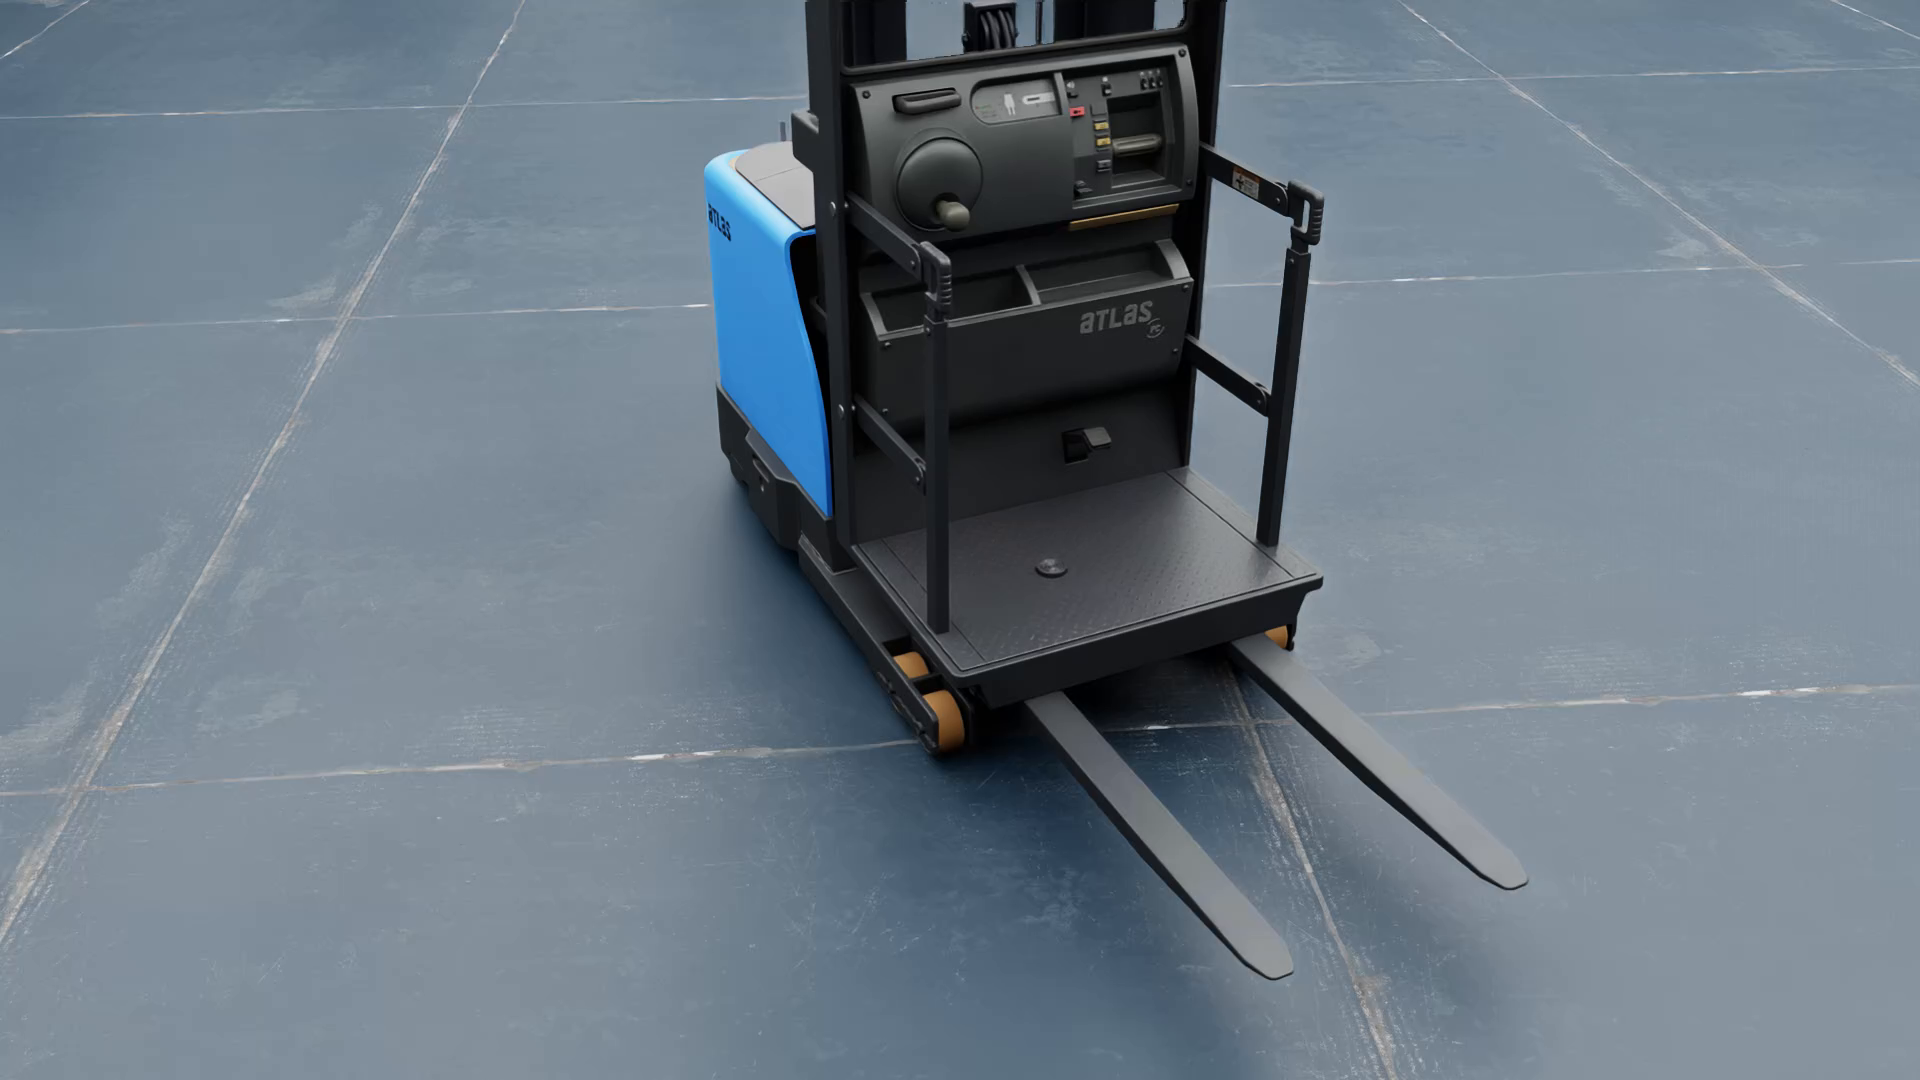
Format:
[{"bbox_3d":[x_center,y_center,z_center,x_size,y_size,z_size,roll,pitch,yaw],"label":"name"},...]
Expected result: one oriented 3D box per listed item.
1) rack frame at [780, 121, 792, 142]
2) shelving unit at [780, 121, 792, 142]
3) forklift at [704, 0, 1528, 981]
[{"bbox_3d":[-0.508,-0.963,5.838,0.200,1.050,0.008,-14,33,-22],"label":"rack frame"},{"bbox_3d":[-0.456,-0.906,5.743,0.215,1.050,0.252,-14,33,-22],"label":"shelving unit"},{"bbox_3d":[0.277,-0.958,3.996,1.130,2.935,3.031,-14,33,-22],"label":"forklift"}]
